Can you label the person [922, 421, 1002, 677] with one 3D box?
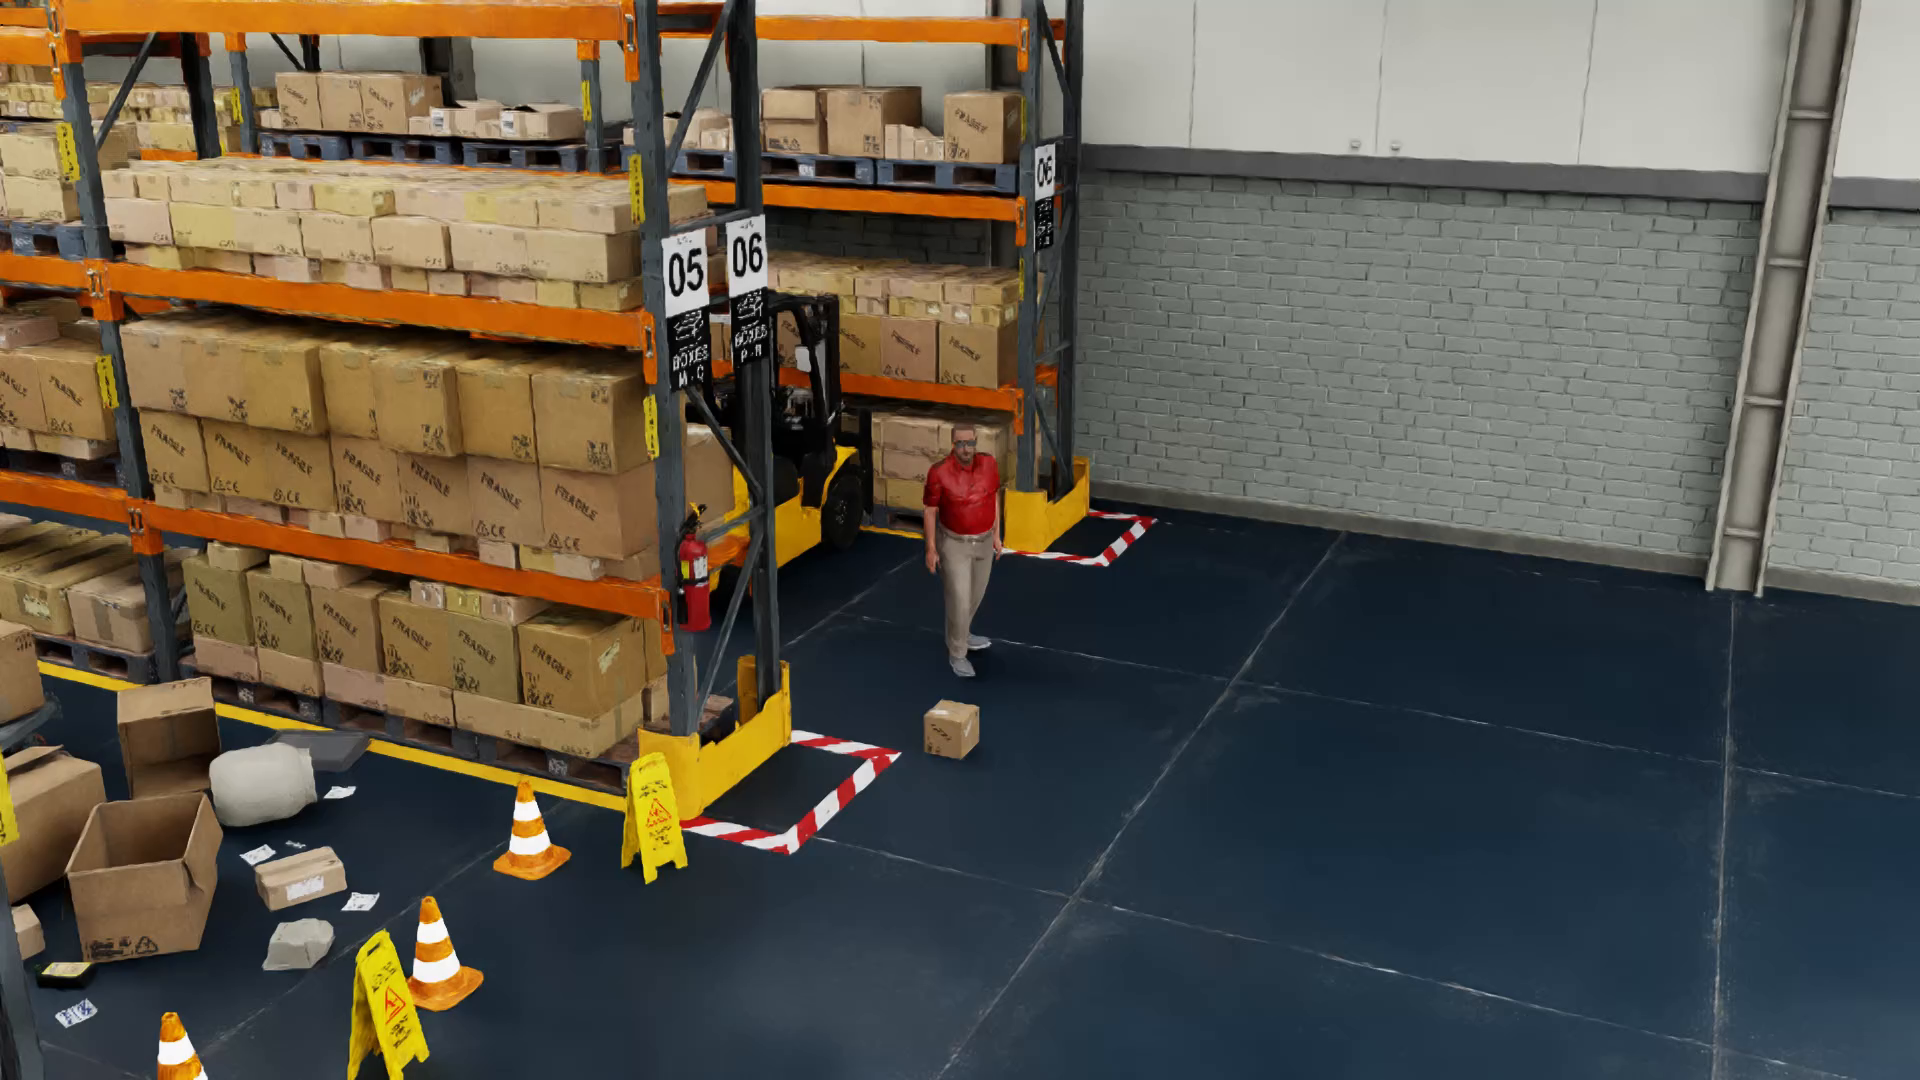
[{"bbox_3d":[0.004,0.014,11.055,0.570,1.713,0.584,-12,22,-31],"label":"person"}]
